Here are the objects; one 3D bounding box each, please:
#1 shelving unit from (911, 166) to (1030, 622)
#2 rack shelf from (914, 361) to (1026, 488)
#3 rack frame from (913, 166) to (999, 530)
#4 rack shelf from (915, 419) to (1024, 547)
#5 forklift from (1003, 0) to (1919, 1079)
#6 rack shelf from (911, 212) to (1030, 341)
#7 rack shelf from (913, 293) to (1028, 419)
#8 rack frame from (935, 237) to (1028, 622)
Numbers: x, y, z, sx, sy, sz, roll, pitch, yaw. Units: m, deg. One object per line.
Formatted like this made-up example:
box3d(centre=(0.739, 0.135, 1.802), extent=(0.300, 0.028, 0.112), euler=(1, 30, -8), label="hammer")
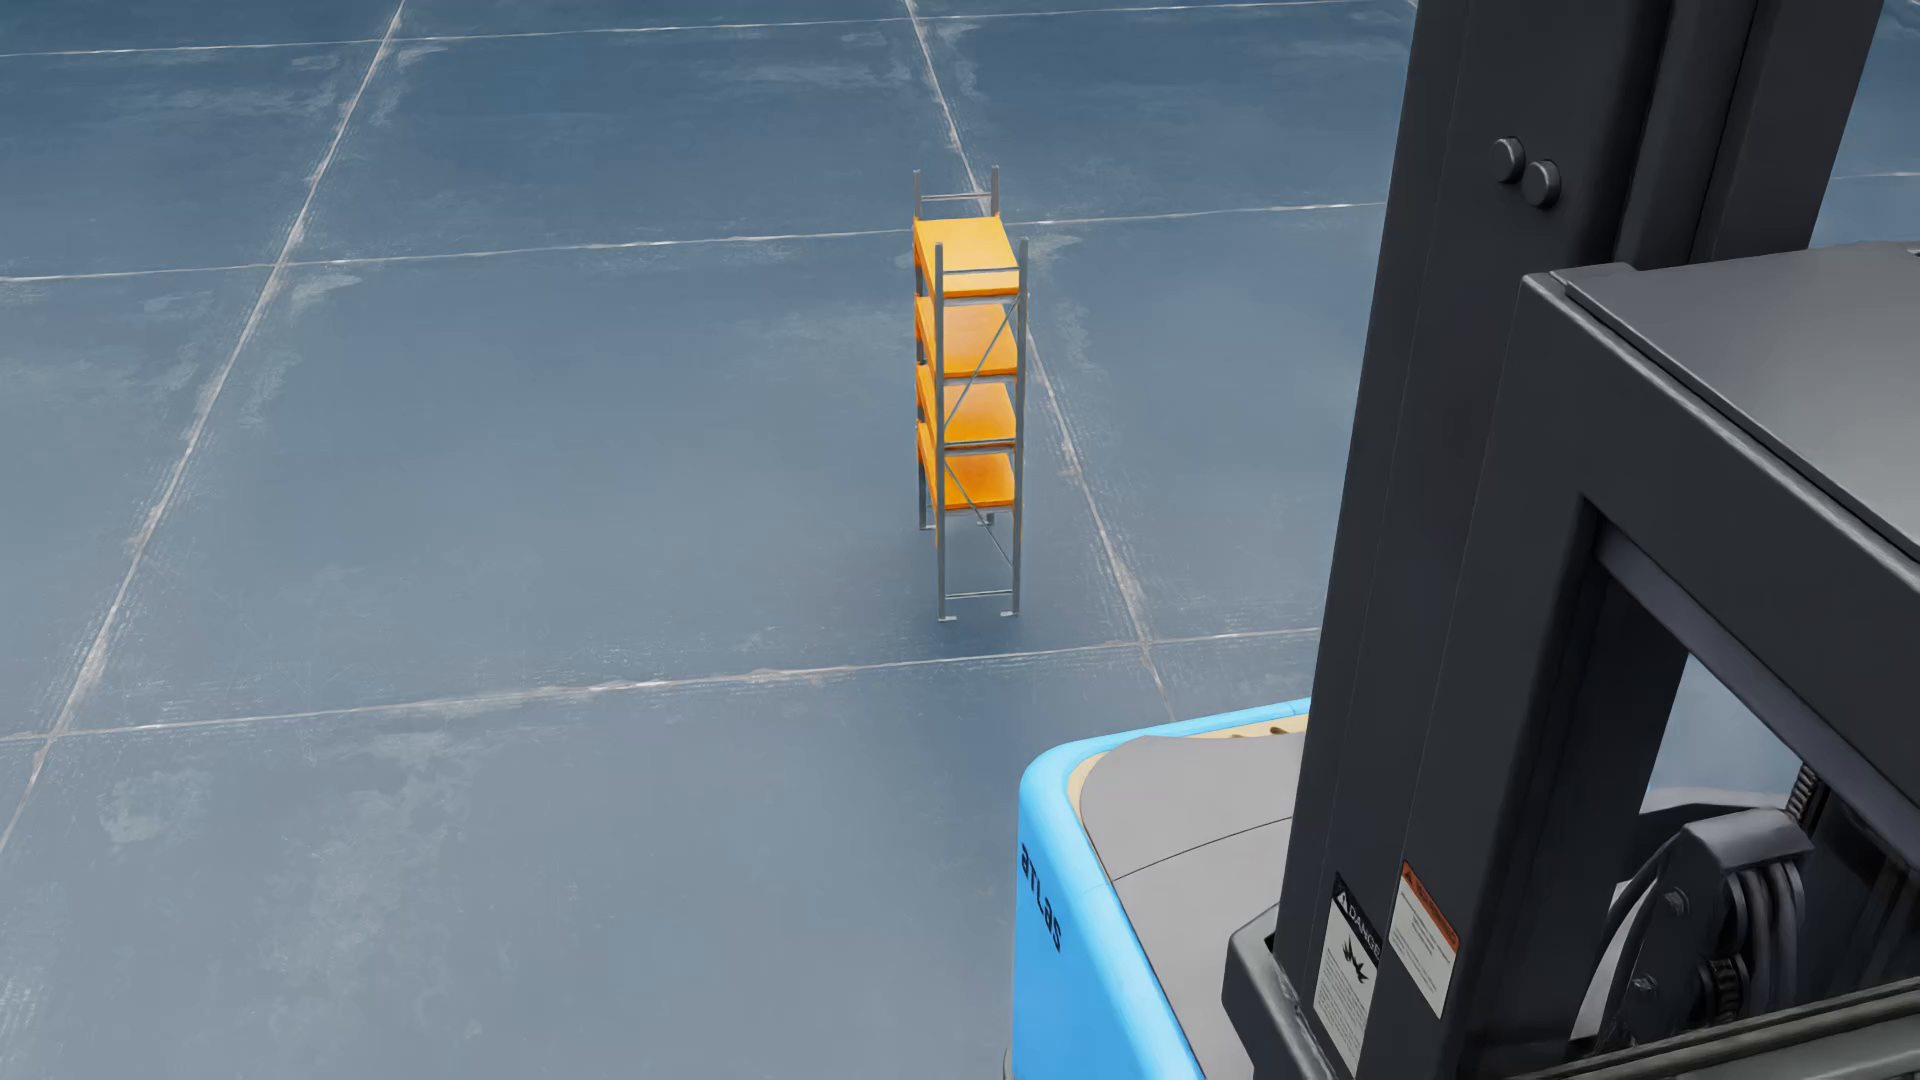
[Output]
box3d(centre=(0.022, -0.403, 4.777), extent=(0.258, 1.200, 0.503), euler=(-4, 35, -6), label="shelving unit")
box3d(centre=(0.022, -0.348, 4.814), extent=(0.258, 0.148, 0.480), euler=(-4, 35, -6), label="rack shelf")
box3d(centre=(-0.011, -0.540, 4.976), extent=(0.240, 1.200, 0.015), euler=(-4, 35, -6), label="rack frame")
box3d(centre=(0.022, -0.184, 4.926), extent=(0.258, 0.148, 0.480), euler=(-4, 35, -6), label="rack shelf")
box3d(centre=(0.969, 0.759, 1.533), extent=(1.130, 2.935, 3.031), euler=(-9, 35, -13), label="forklift")
box3d(centre=(0.022, -0.728, 4.555), extent=(0.258, 0.148, 0.480), euler=(-4, 35, -6), label="rack shelf")
box3d(centre=(0.022, -0.533, 4.688), extent=(0.258, 0.148, 0.480), euler=(-4, 35, -6), label="rack shelf")
box3d(centre=(0.055, -0.267, 4.577), extent=(0.240, 1.200, 0.015), euler=(-4, 35, -6), label="rack frame")
